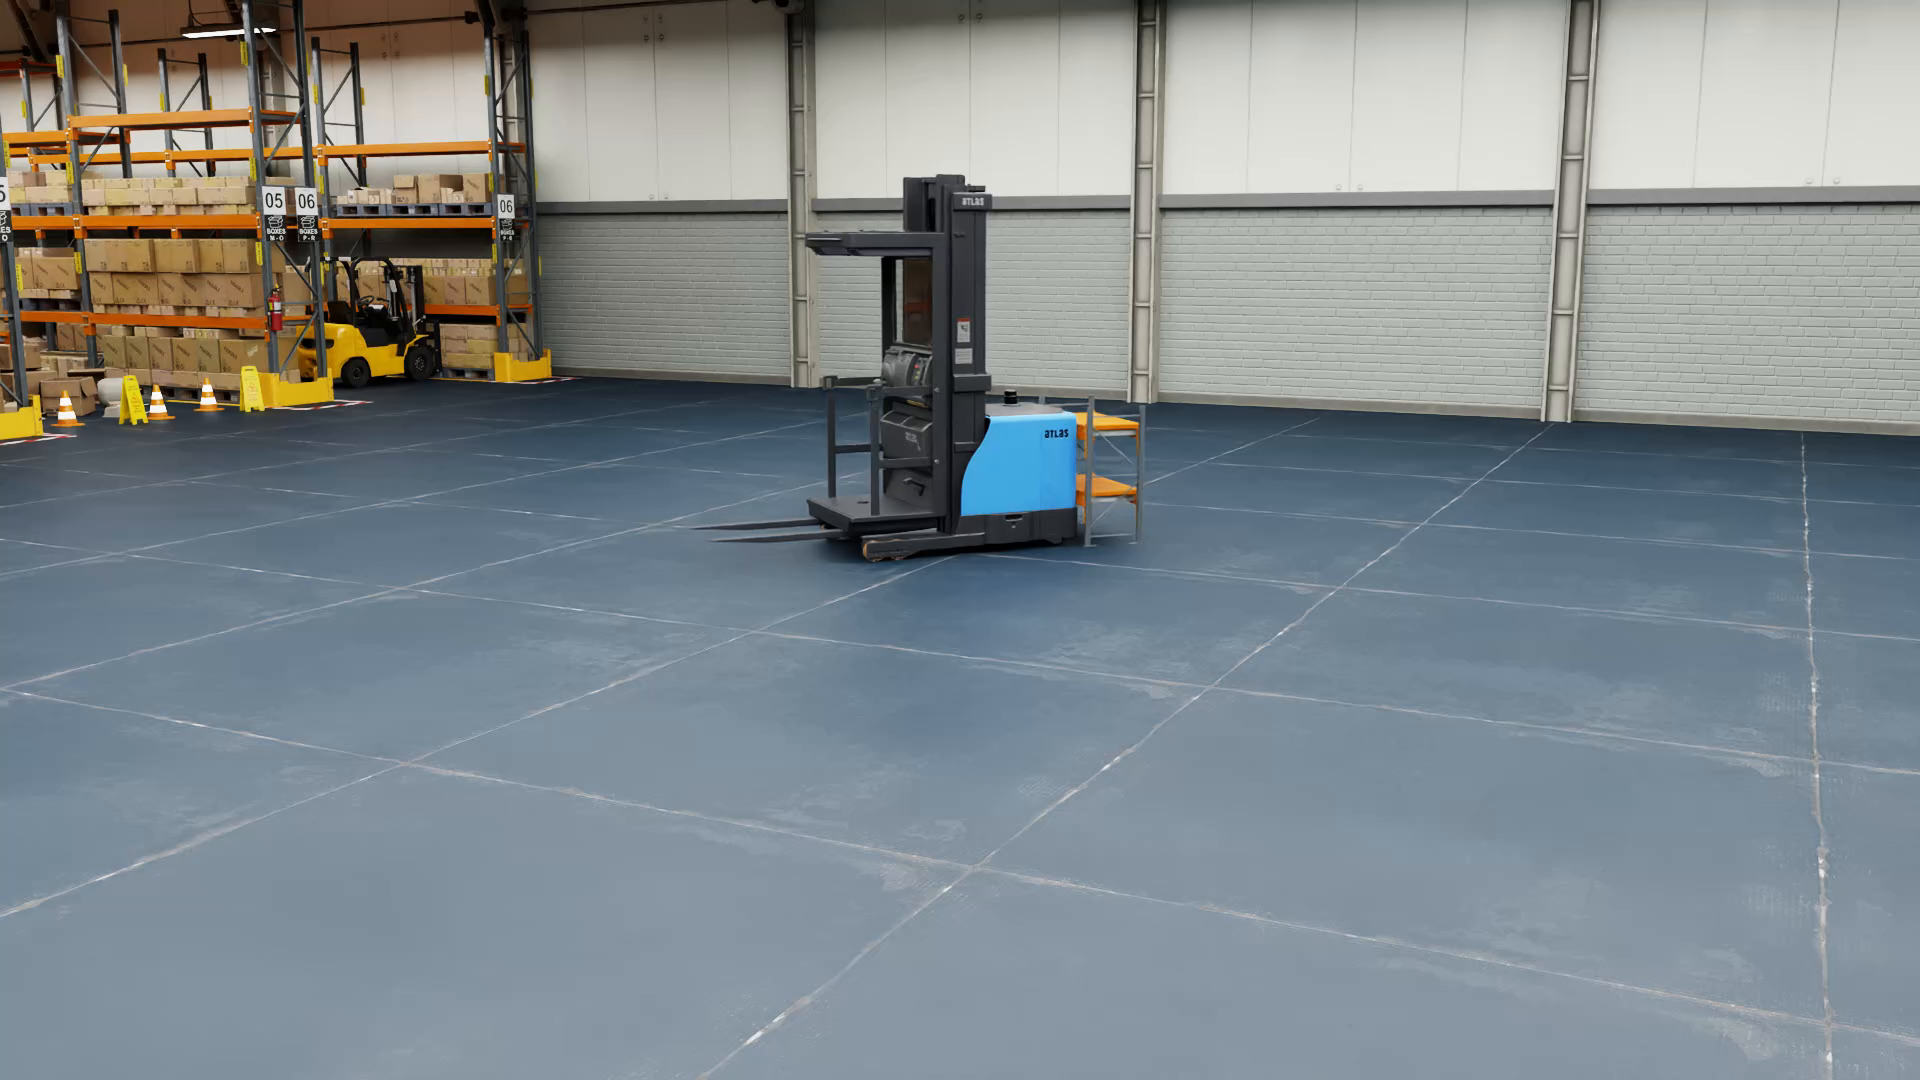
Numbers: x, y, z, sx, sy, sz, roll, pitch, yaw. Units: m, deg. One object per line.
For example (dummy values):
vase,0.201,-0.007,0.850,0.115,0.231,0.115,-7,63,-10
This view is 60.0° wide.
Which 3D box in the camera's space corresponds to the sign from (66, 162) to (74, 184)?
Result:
sign,-13.774,-5.684,25.732,0.005,0.325,0.100,5,11,26

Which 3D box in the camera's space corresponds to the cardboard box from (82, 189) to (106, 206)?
cardboard box,-13.258,-5.319,25.858,0.500,0.250,0.500,5,11,25

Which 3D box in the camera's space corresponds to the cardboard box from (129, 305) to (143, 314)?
cardboard box,-12.683,-3.596,25.883,0.250,0.149,0.380,5,12,28

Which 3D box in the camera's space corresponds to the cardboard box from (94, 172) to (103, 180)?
cardboard box,-14.330,-5.851,27.052,0.500,0.250,0.500,5,11,25

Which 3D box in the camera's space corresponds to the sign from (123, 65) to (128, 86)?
sign,-13.275,-7.384,26.418,0.005,0.325,0.100,5,11,26

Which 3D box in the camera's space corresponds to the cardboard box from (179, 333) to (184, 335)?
cardboard box,-12.425,-3.028,26.472,0.500,0.500,0.500,5,12,27

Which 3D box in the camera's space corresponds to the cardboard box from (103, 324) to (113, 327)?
cardboard box,-17.110,-4.404,33.660,0.250,0.149,0.380,5,12,28

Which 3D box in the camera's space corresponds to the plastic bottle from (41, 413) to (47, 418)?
plastic bottle,-12.865,-1.731,23.121,0.283,0.061,0.133,1,10,6

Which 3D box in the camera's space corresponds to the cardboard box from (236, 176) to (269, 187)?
cardboard box,-10.378,-5.258,24.401,0.250,0.149,0.380,5,11,26

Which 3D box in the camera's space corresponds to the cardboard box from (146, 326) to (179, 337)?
cardboard box,-12.332,-3.220,25.715,0.250,0.149,0.380,6,12,29

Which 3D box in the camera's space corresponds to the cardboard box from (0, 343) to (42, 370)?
cardboard box,-14.292,-2.704,25.143,0.500,0.500,0.500,5,11,26

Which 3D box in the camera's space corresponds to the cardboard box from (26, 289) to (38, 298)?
cardboard box,-14.821,-3.986,26.856,0.250,0.149,0.380,5,11,26

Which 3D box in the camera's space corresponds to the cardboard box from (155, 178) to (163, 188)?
cardboard box,-11.963,-5.407,25.227,0.250,0.149,0.380,5,12,27

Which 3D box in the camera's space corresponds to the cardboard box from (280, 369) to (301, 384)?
cardboard box,-10.545,-2.495,25.633,0.500,0.250,0.500,5,11,25

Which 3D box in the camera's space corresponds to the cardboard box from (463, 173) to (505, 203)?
cardboard box,-8.256,-6.103,28.867,0.500,0.500,0.500,5,12,28

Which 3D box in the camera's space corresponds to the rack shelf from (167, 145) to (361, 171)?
rack shelf,-13.132,-7.200,31.390,4.000,0.370,1.077,5,11,26

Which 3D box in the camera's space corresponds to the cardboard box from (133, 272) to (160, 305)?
cardboard box,-12.355,-3.887,25.671,0.500,0.500,0.500,5,11,25

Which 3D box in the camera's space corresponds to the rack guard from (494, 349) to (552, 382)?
rack guard,-7.730,-3.094,29.424,0.348,0.500,1.175,5,11,26

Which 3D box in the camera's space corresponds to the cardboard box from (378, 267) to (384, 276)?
cardboard box,-10.267,-4.854,30.028,0.250,0.149,0.380,5,11,25

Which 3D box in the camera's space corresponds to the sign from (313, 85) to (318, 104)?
sign,-11.568,-8.005,29.845,0.005,0.325,0.100,5,11,26

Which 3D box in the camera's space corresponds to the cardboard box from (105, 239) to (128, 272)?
cardboard box,-12.785,-4.423,25.823,0.500,0.500,0.700,5,11,26

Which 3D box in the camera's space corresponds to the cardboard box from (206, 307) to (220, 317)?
cardboard box,-11.115,-3.446,25.055,0.250,0.149,0.380,5,12,27

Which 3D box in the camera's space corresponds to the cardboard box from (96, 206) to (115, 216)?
cardboard box,-13.152,-5.107,25.809,0.250,0.149,0.380,5,11,26

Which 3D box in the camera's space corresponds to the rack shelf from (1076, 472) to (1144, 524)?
rack shelf,1.078,-0.360,13.920,0.538,0.278,1.000,-3,11,-19

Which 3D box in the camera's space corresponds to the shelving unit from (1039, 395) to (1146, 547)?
shelving unit,1.080,-0.600,13.877,0.538,1.125,1.048,-3,11,-19

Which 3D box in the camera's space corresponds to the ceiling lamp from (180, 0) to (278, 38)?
ceiling lamp,-12.187,-10.104,27.900,2.000,3.185,0.800,5,11,26

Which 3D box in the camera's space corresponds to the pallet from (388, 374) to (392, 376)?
pallet,-10.644,-3.200,30.819,1.213,0.211,1.003,5,11,26

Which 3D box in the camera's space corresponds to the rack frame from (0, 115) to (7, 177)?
rack frame,-12.044,-5.687,19.884,0.127,3.000,1.000,5,11,26

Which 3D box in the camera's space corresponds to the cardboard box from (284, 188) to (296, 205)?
cardboard box,-10.277,-5.164,25.004,0.500,0.250,0.500,5,11,25

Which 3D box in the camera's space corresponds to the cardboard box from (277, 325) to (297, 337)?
cardboard box,-12.504,-3.781,31.690,0.625,0.625,0.875,5,11,25

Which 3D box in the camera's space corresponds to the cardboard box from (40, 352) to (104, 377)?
cardboard box,-14.649,-2.859,27.305,0.625,0.372,0.950,6,12,29

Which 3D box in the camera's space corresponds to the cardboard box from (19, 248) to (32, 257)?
cardboard box,-14.926,-4.640,26.830,0.250,0.149,0.380,4,11,23

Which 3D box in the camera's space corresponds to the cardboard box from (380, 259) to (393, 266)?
cardboard box,-10.247,-5.006,30.031,0.250,0.149,0.380,5,11,25

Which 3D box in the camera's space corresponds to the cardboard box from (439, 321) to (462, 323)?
cardboard box,-9.449,-3.861,30.378,0.500,0.250,0.500,5,11,25

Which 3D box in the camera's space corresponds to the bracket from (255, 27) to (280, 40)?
bracket,-13.143,-9.632,31.574,0.430,0.232,0.235,5,11,26

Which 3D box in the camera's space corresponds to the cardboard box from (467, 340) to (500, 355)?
cardboard box,-8.326,-3.414,29.311,0.500,0.250,0.500,5,11,25

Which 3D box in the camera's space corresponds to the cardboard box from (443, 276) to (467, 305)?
cardboard box,-8.770,-4.415,29.420,0.500,0.500,0.500,5,12,28

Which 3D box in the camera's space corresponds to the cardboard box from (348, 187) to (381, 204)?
cardboard box,-10.700,-6.225,30.071,0.500,0.311,0.500,5,12,27

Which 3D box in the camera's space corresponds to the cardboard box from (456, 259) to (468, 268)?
cardboard box,-8.648,-4.866,29.259,0.250,0.149,0.380,5,12,27

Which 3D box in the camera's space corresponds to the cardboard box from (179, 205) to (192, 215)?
cardboard box,-11.524,-4.975,25.076,0.250,0.149,0.380,5,11,24

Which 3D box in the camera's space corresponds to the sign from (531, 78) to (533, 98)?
sign,-7.500,-7.904,29.068,0.005,0.325,0.100,5,11,26

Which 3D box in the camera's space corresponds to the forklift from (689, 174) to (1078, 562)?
forklift,-0.608,-1.378,13.112,3.031,2.935,1.130,-5,11,-23

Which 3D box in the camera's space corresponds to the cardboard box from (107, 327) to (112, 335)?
cardboard box,-16.789,-4.052,33.537,0.500,0.500,0.500,5,11,24

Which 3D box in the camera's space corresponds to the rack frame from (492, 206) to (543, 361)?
rack frame,-7.751,-4.326,29.212,0.127,3.000,1.000,5,11,26

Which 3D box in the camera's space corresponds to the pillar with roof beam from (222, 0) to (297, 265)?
pillar with roof beam,-15.263,-7.262,28.590,0.548,9.000,9.100,5,11,26

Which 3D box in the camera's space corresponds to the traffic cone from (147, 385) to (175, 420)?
traffic cone,-11.087,-1.909,22.978,0.334,0.463,0.336,5,11,26

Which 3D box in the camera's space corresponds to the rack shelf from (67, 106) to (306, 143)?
rack shelf,-11.738,-6.287,25.231,4.000,0.370,1.077,5,11,26

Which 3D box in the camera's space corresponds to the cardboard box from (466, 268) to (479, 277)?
cardboard box,-8.429,-4.693,29.134,0.250,0.149,0.380,5,12,27

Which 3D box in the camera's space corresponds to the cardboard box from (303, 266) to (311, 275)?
cardboard box,-11.983,-5.019,30.936,0.250,0.149,0.380,5,11,25
